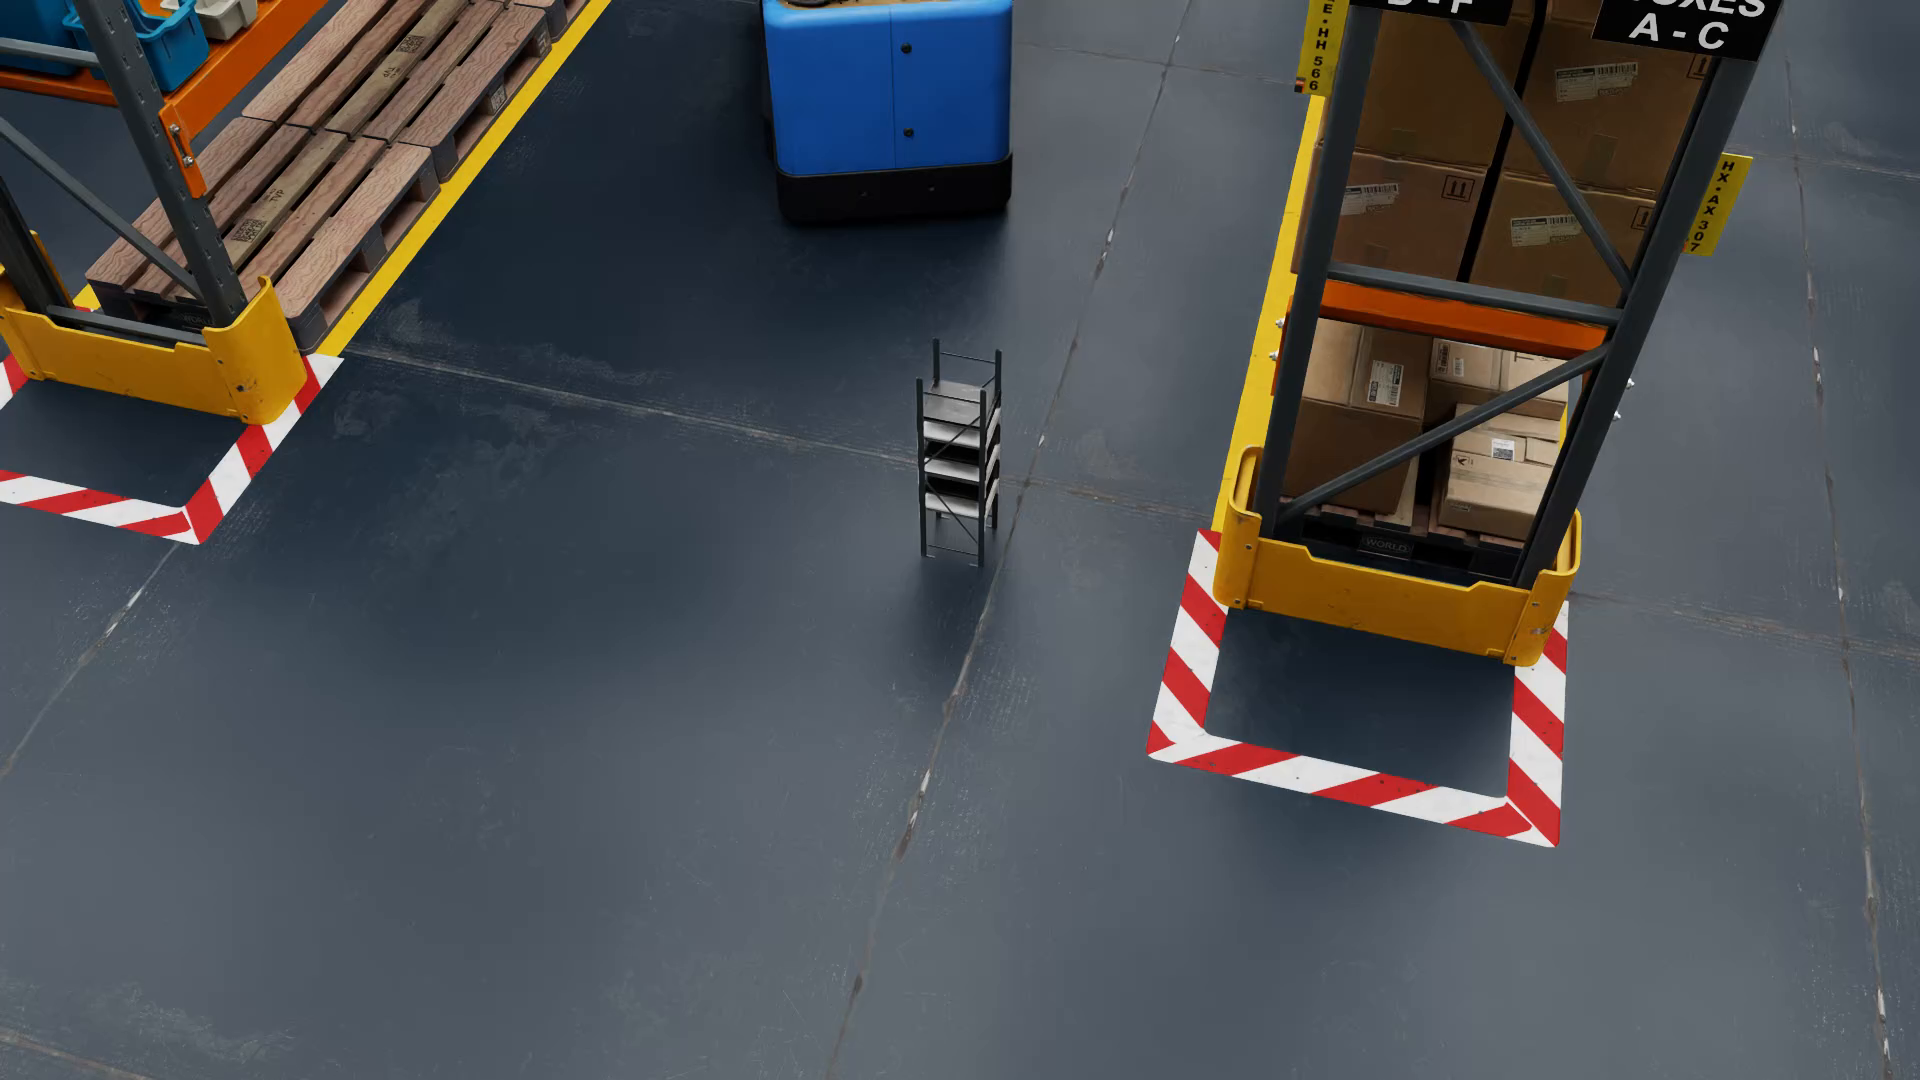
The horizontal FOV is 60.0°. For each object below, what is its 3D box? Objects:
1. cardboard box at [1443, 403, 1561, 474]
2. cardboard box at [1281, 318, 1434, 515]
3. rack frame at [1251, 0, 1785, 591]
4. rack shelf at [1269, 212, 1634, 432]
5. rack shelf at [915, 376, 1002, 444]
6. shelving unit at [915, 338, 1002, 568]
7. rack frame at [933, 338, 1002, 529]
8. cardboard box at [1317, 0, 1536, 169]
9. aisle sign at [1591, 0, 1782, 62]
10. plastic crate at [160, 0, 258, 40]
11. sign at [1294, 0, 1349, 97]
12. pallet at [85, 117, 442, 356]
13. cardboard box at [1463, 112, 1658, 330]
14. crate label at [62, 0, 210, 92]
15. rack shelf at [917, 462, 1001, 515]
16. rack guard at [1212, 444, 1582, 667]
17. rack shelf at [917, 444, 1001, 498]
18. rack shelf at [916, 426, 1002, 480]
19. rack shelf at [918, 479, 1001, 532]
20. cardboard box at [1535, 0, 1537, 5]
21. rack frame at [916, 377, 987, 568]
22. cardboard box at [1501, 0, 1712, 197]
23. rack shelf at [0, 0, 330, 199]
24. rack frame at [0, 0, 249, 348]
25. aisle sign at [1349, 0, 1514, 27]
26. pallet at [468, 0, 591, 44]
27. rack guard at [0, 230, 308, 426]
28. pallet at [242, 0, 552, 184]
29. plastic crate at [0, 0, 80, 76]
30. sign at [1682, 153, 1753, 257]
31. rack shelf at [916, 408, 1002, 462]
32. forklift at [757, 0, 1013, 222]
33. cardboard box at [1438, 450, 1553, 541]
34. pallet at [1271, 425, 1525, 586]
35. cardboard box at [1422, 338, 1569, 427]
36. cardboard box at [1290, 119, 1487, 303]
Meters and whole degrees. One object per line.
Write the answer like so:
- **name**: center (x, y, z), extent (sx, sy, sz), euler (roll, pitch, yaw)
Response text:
- **cardboard box**: center (2.004, -0.342, 6.148), extent (0.380, 0.166, 0.250), euler (12, 50, 10)
- **cardboard box**: center (1.402, -0.479, 6.046), extent (0.500, 0.500, 0.500), euler (12, 50, 10)
- **rack frame**: center (1.497, -0.719, 4.884), extent (1.000, 3.000, 0.127), euler (12, 50, 10)
- **rack shelf**: center (2.023, -1.927, 6.430), extent (1.077, 0.370, 4.000), euler (12, 50, 10)
- **rack shelf**: center (-0.002, -0.449, 5.730), extent (0.258, 0.077, 0.200), euler (12, 50, 10)
- **shelving unit**: center (-0.002, -0.292, 5.907), extent (0.258, 0.900, 0.210), euler (12, 50, 10)
- **rack frame**: center (0.025, -0.365, 5.972), extent (0.240, 0.900, 0.006), euler (12, 50, 10)
- **cardboard box**: center (1.349, -1.459, 4.803), extent (0.500, 0.500, 0.500), euler (11, 50, 10)
- **aisle sign**: center (1.762, -1.471, 3.814), extent (0.394, 0.787, 0.004), euler (12, 50, 10)
- **plastic crate**: center (-2.734, -1.961, 6.116), extent (0.250, 0.136, 0.298), euler (12, 50, 10)
- **sign**: center (0.967, -1.330, 4.440), extent (0.100, 0.325, 0.005), euler (12, 50, 10)
- **pallet**: center (-3.026, -1.365, 7.314), extent (1.003, 0.211, 1.213), euler (12, 50, 10)
- **cardboard box**: center (1.868, -1.021, 5.083), extent (0.500, 0.500, 0.500), euler (13, 50, 11)
- **crate label**: center (-2.898, -1.777, 5.889), extent (0.416, 0.233, 0.303), euler (12, 50, 10)
- **rack shelf**: center (-0.002, -0.210, 6.000), extent (0.258, 0.077, 0.200), euler (12, 50, 10)
- **rack guard**: center (1.517, 0.054, 5.869), extent (1.175, 0.500, 0.348), euler (12, 50, 10)
- **rack shelf**: center (-0.002, -0.270, 5.932), extent (0.258, 0.077, 0.200), euler (12, 50, 10)
- **rack shelf**: center (-0.002, -0.329, 5.865), extent (0.258, 0.077, 0.200), euler (12, 50, 10)
- **rack shelf**: center (-0.002, -0.151, 6.067), extent (0.258, 0.077, 0.200), euler (12, 50, 10)
- **cardboard box**: center (1.998, -1.731, 5.044), extent (0.500, 0.500, 0.500), euler (12, 50, 10)
- **rack frame**: center (-0.029, -0.218, 5.843), extent (0.240, 0.900, 0.006), euler (12, 50, 10)
- **cardboard box**: center (1.868, -1.351, 4.709), extent (0.500, 0.500, 0.500), euler (13, 50, 11)
- **rack shelf**: center (-2.755, -2.907, 7.295), extent (1.077, 0.370, 4.000), euler (12, 50, 10)
- **rack frame**: center (-3.281, -1.699, 5.749), extent (1.000, 3.000, 0.127), euler (12, 50, 10)
- **aisle sign**: center (1.183, -1.590, 3.919), extent (0.394, 0.787, 0.004), euler (12, 50, 10)
- **pallet**: center (-2.384, -3.130, 8.871), extent (1.003, 0.211, 1.213), euler (12, 50, 10)
- **rack guard**: center (-3.275, -0.852, 6.668), extent (1.175, 0.500, 0.348), euler (12, 50, 10)
- **pallet**: center (-2.703, -2.245, 8.090), extent (1.003, 0.211, 1.213), euler (12, 50, 10)
- **plastic crate**: center (-3.373, -2.009, 5.959), extent (0.616, 0.435, 0.499), euler (12, 50, 10)
- **sign**: center (2.020, -0.898, 4.465), extent (0.100, 0.325, 0.005), euler (12, 50, 10)
- **rack shelf**: center (-0.002, -0.389, 5.797), extent (0.258, 0.077, 0.200), euler (12, 50, 10)
- **forklift**: center (-0.453, -3.504, 7.388), extent (1.130, 2.935, 3.031), euler (-5, 49, -4)
- **cardboard box**: center (1.939, -0.156, 5.995), extent (0.380, 0.149, 0.250), euler (12, 50, 10)
- **pallet**: center (1.726, -0.428, 6.487), extent (1.003, 0.211, 1.213), euler (12, 50, 10)
- **cardboard box**: center (2.045, -0.653, 6.366), extent (0.500, 0.250, 0.500), euler (12, 50, 10)
- **cardboard box**: center (1.352, -1.129, 5.179), extent (0.500, 0.500, 0.500), euler (13, 50, 11)
